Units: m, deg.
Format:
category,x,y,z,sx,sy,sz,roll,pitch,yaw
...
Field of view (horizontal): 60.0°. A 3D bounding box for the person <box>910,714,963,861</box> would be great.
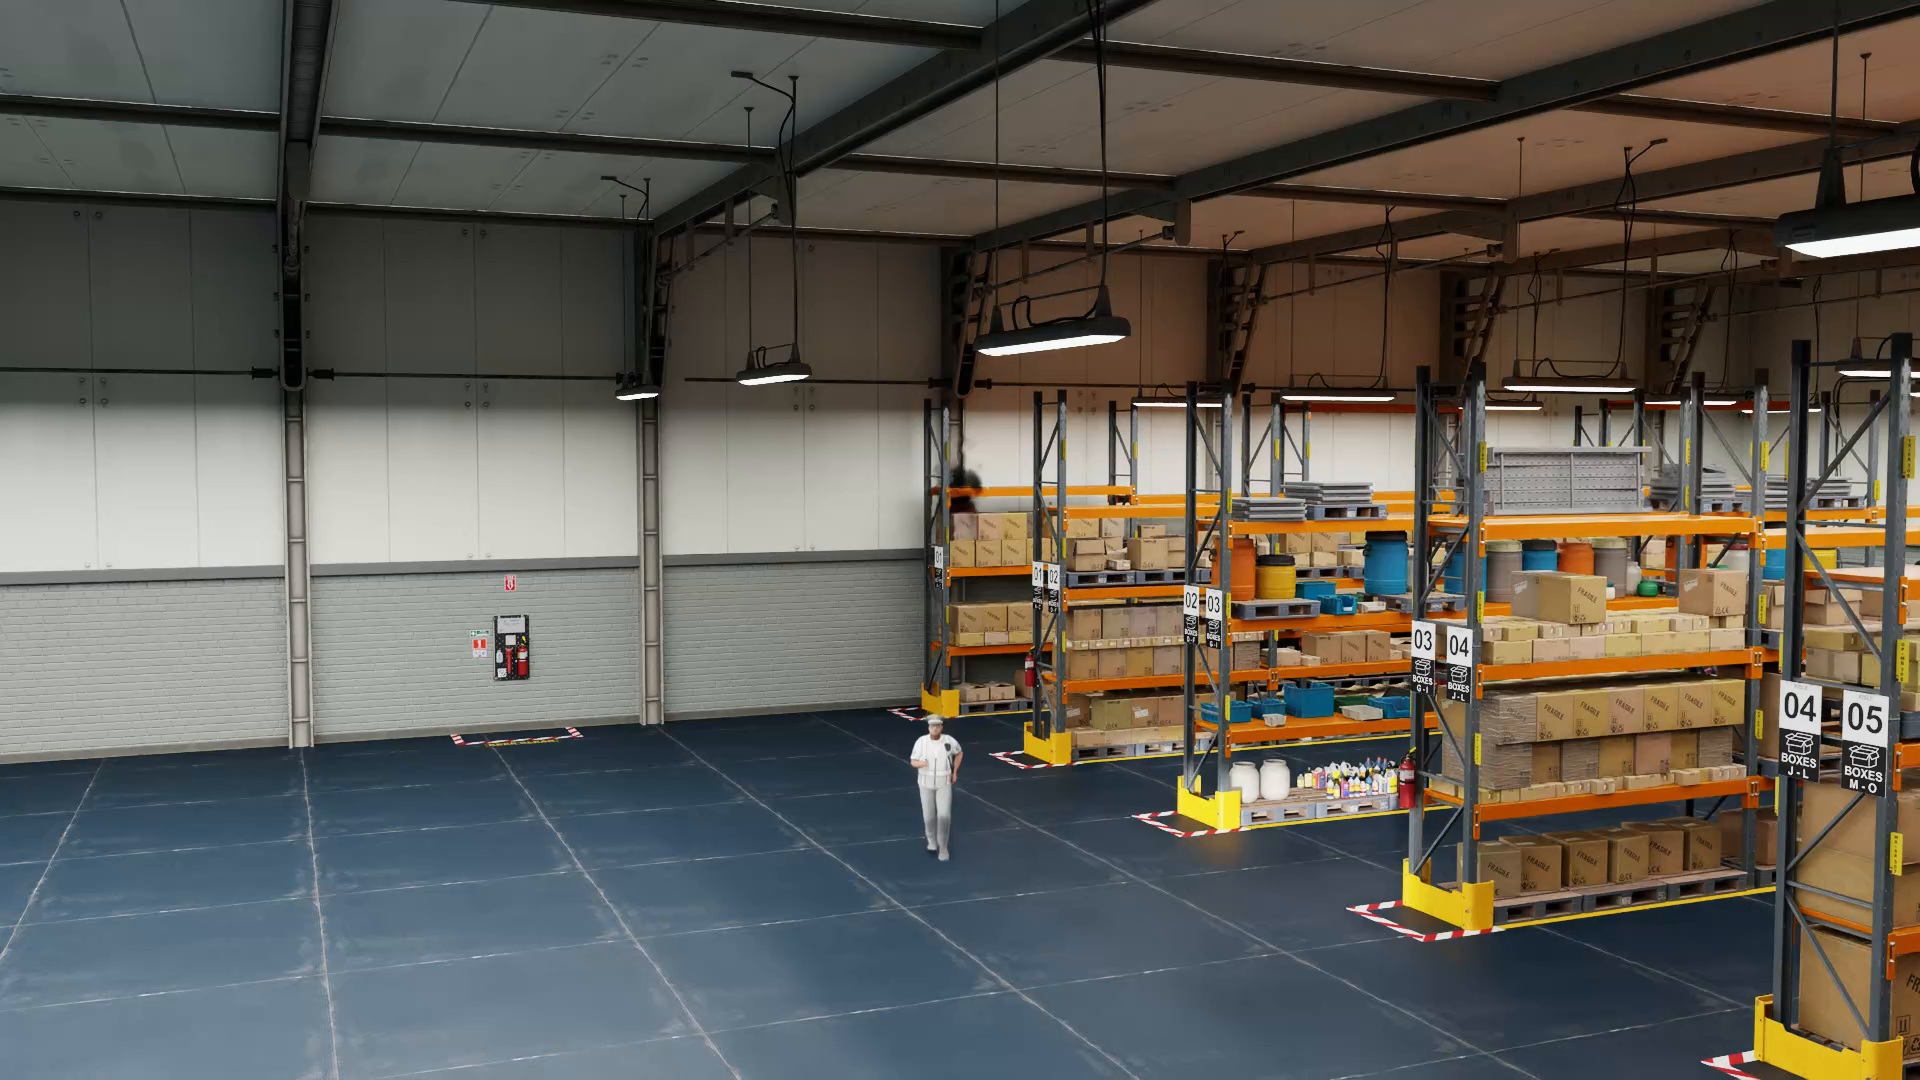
category,x,y,z,sx,sy,sz,roll,pitch,yaw
person,-0.316,3.071,20.673,0.605,1.836,0.727,0,3,3
